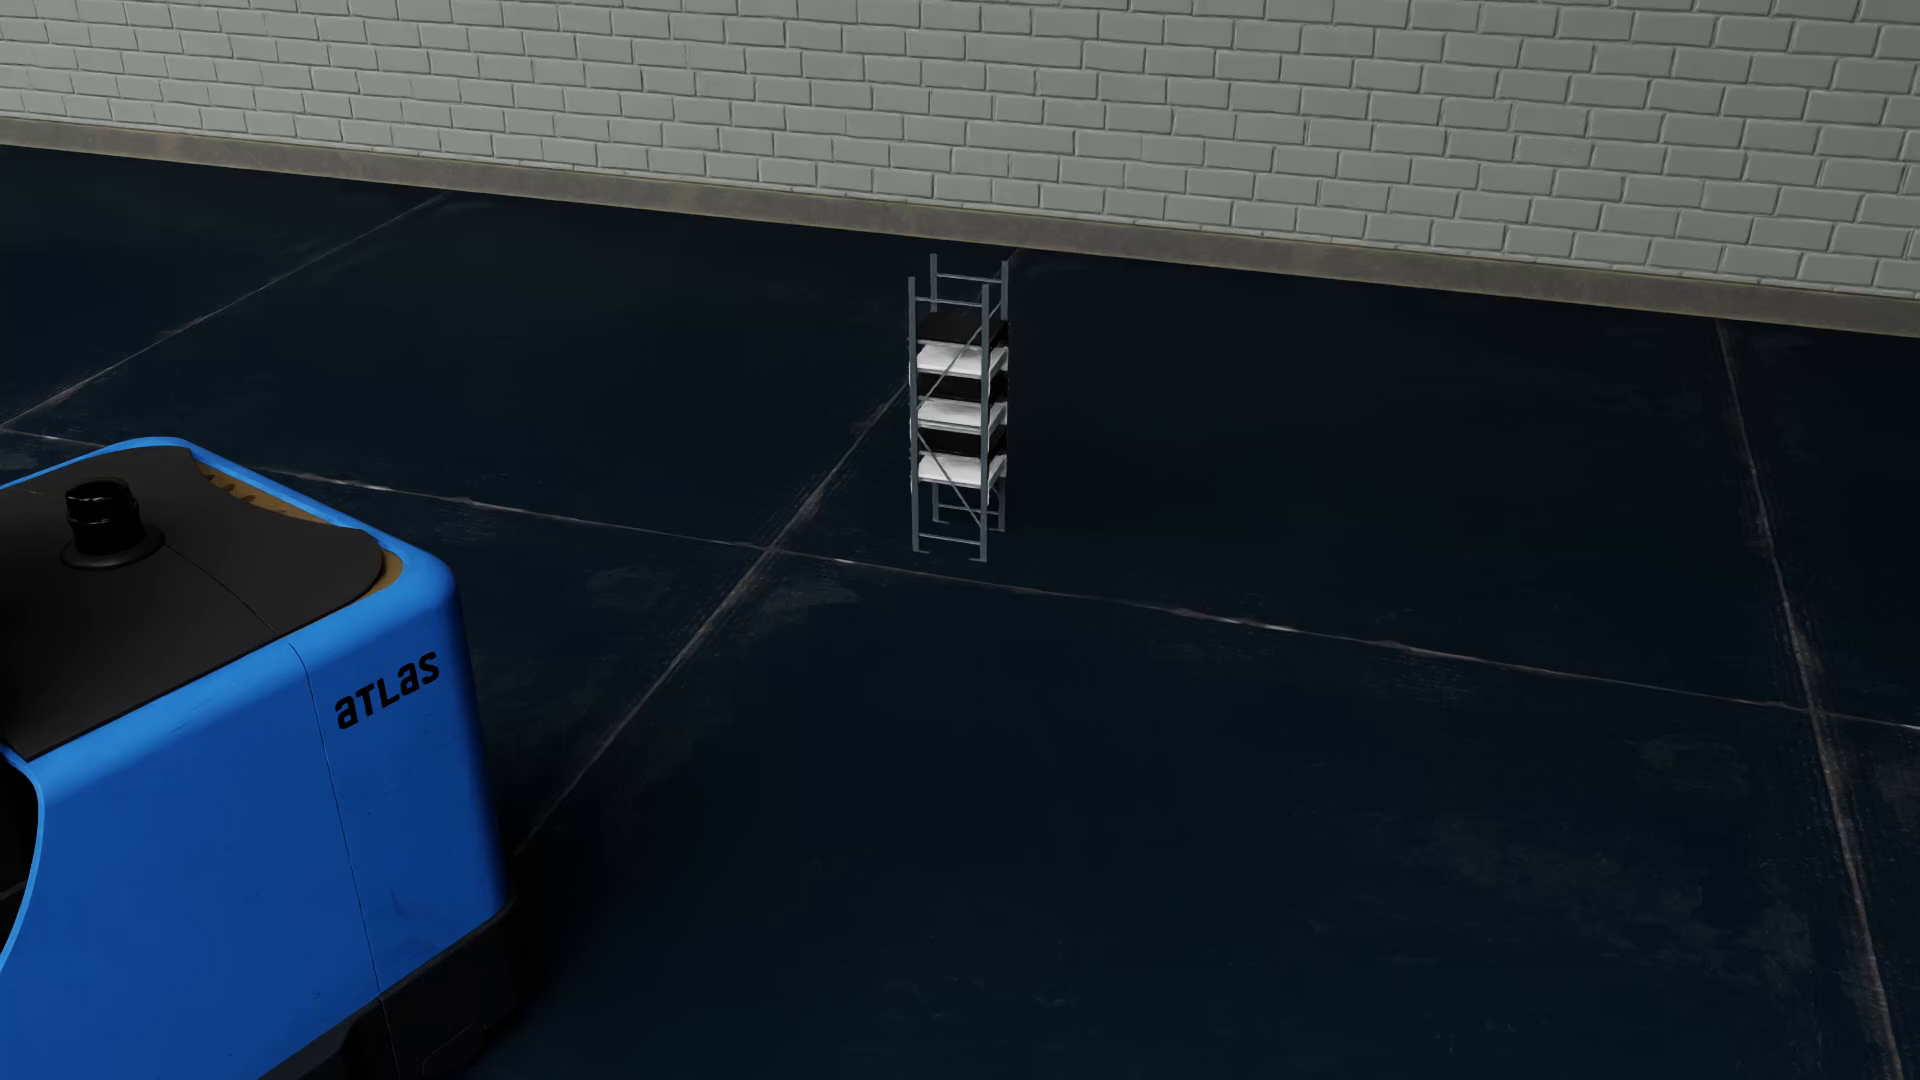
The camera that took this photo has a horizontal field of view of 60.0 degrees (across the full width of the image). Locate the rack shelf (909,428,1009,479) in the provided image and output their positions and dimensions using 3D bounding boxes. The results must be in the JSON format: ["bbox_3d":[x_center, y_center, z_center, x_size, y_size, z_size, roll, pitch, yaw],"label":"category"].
[{"bbox_3d":[-0.002,-0.282,5.084,0.258,0.077,0.200,8,30,15],"label":"rack shelf"}]

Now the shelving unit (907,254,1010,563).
[{"bbox_3d":[-0.002,-0.389,5.024,0.258,0.900,0.210,8,30,15],"label":"shelving unit"}]

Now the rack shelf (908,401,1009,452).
[{"bbox_3d":[-0.002,-0.360,5.041,0.258,0.077,0.200,8,30,15],"label":"rack shelf"}]

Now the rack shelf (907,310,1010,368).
[{"bbox_3d":[-0.002,-0.596,4.909,0.258,0.077,0.200,8,30,15],"label":"rack shelf"}]

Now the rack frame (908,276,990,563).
[{"bbox_3d":[-0.032,-0.342,4.940,0.240,0.900,0.006,8,30,15],"label":"rack frame"}]

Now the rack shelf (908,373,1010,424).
[{"bbox_3d":[-0.002,-0.439,4.997,0.258,0.077,0.200,8,30,15],"label":"rack shelf"}]

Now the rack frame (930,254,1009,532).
[{"bbox_3d":[0.027,-0.437,5.109,0.240,0.900,0.006,8,30,15],"label":"rack frame"}]

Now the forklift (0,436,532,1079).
[{"bbox_3d":[-2.171,0.134,1.994,1.130,2.935,3.031,20,35,31],"label":"forklift"}]

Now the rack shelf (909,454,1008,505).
[{"bbox_3d":[-0.002,-0.203,5.128,0.258,0.077,0.200,8,30,15],"label":"rack shelf"}]

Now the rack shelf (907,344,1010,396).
[{"bbox_3d":[-0.002,-0.518,4.953,0.258,0.077,0.200,8,30,15],"label":"rack shelf"}]
